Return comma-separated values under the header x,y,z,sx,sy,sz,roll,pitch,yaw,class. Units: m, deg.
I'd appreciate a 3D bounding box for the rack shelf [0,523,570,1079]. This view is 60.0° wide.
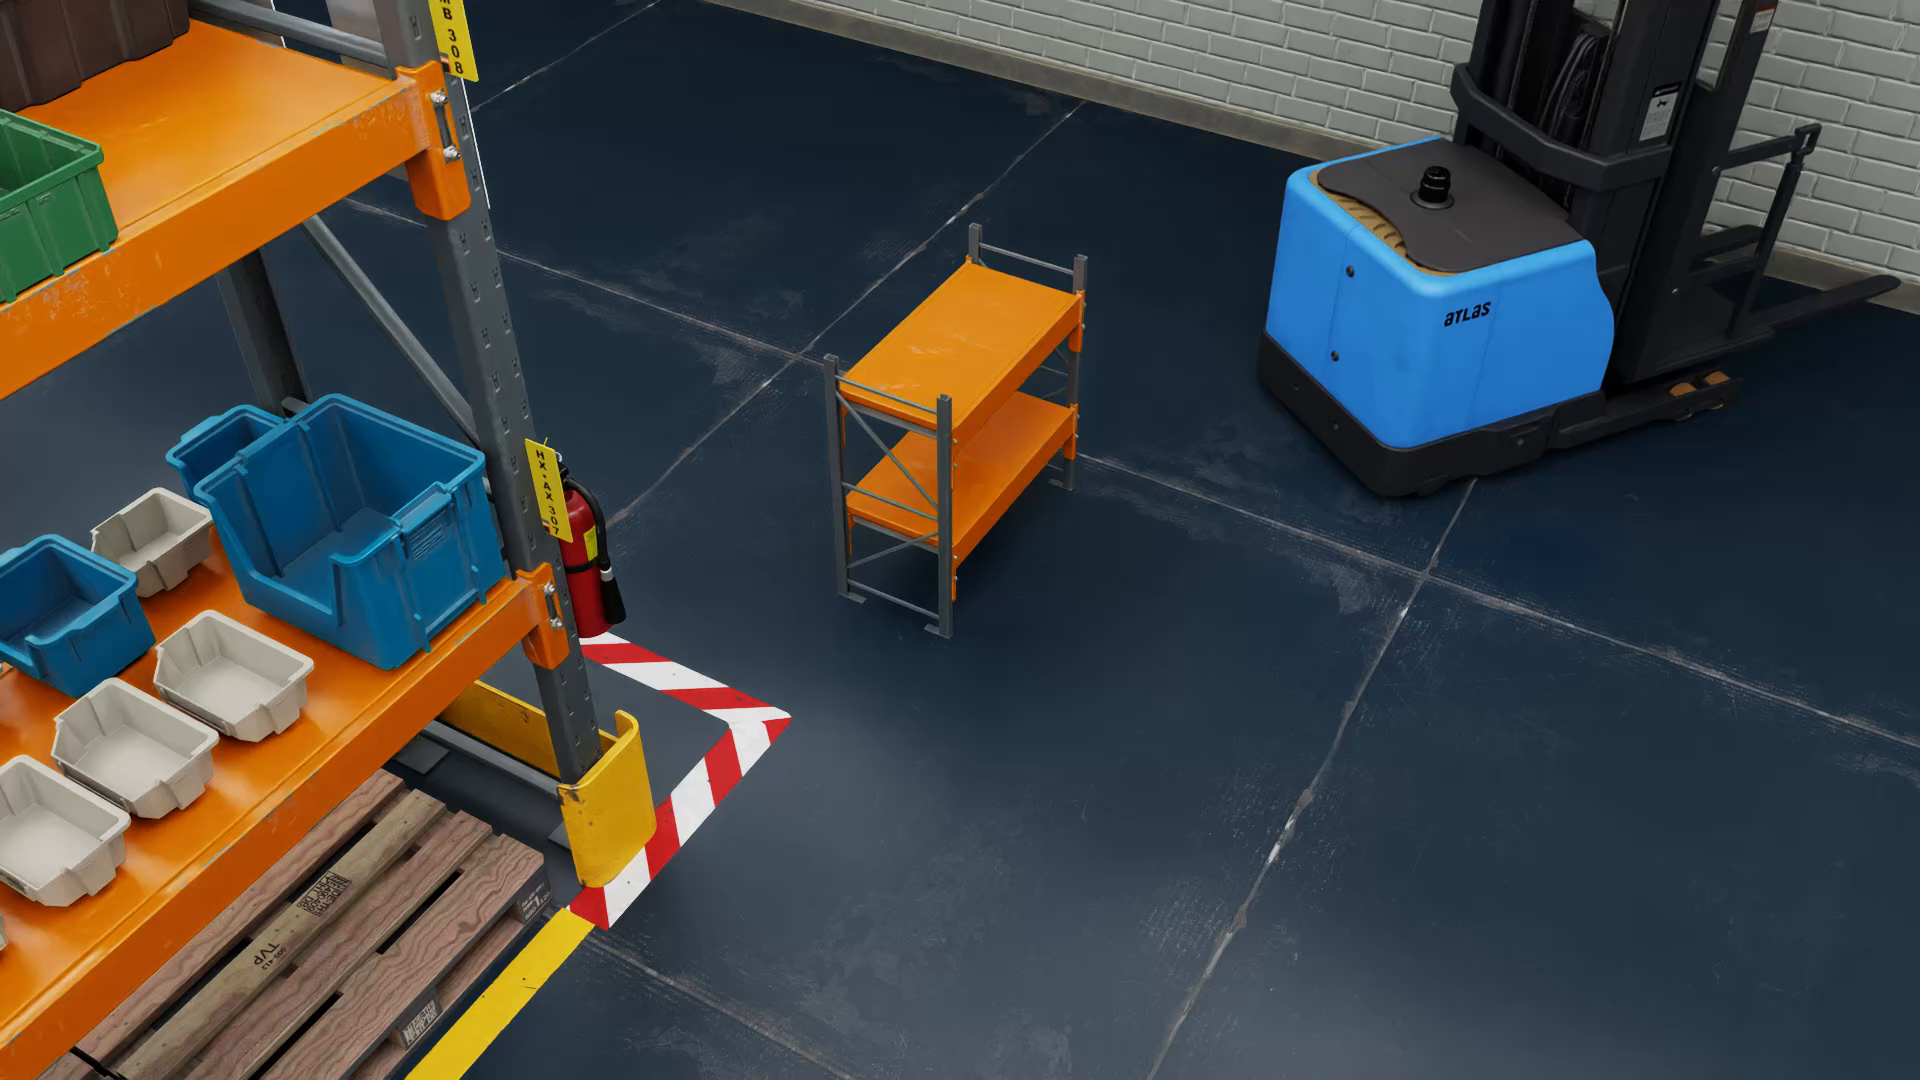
x,y,z,sx,sy,sz,roll,pitch,yaw,class
-2.598,1.173,3.693,1.077,0.370,4.000,21,45,22,rack shelf

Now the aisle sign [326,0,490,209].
x,y,z,sx,sy,sz,roll,pitch,yaw,class
-1.307,-1.162,3.832,0.394,0.787,0.004,21,45,22,aisle sign

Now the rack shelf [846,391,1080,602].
x,y,z,sx,sy,sz,roll,pitch,yaw,class
0.003,-0.243,6.544,0.538,0.278,1.000,21,45,22,rack shelf

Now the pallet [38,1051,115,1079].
x,y,z,sx,sy,sz,roll,pitch,yaw,class
-2.655,1.959,4.366,1.003,0.211,1.213,21,45,22,pallet

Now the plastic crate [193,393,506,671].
x,y,z,sx,sy,sz,roll,pitch,yaw,class
-1.603,-0.024,4.436,0.616,0.435,0.499,21,45,22,plastic crate

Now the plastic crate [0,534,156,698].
x,y,z,sx,sy,sz,roll,pitch,yaw,class
-2.335,0.208,4.326,0.416,0.233,0.300,21,45,22,plastic crate

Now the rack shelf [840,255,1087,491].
x,y,z,sx,sy,sz,roll,pitch,yaw,class
0.003,-0.646,6.189,0.538,0.278,1.000,21,45,22,rack shelf

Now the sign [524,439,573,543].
x,y,z,sx,sy,sz,roll,pitch,yaw,class
-1.113,-0.130,4.505,0.100,0.325,0.005,21,45,22,sign

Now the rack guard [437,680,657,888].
x,y,z,sx,sy,sz,roll,pitch,yaw,class
-1.596,0.678,5.601,1.175,0.500,0.348,21,45,22,rack guard

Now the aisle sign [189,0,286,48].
x,y,z,sx,sy,sz,roll,pitch,yaw,class
-1.818,-1.357,4.054,0.394,0.787,0.004,21,45,22,aisle sign

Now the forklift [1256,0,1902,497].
x,y,z,sx,sy,sz,roll,pitch,yaw,class
2.895,-1.930,6.723,3.031,2.935,1.130,-17,44,-18,forklift

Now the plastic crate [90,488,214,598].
x,y,z,sx,sy,sz,roll,pitch,yaw,class
-2.238,0.023,4.608,0.250,0.136,0.298,21,45,22,plastic crate

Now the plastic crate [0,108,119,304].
x,y,z,sx,sy,sz,roll,pitch,yaw,class
-1.843,-0.629,3.085,0.450,0.188,0.336,21,45,22,plastic crate

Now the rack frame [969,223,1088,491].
x,y,z,sx,sy,sz,roll,pitch,yaw,class
0.258,-0.717,6.713,0.500,1.125,0.032,21,45,22,rack frame

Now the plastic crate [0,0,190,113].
x,y,z,sx,sy,sz,roll,pitch,yaw,class
-2.031,-1.190,3.661,0.497,0.269,0.590,21,45,22,plastic crate

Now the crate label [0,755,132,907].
x,y,z,sx,sy,sz,roll,pitch,yaw,class
-2.124,0.690,3.851,0.396,0.136,0.243,21,45,22,crate label

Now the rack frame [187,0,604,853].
x,y,z,sx,sy,sz,roll,pitch,yaw,class
-1.597,-0.242,4.755,1.000,3.000,0.127,21,45,22,rack frame

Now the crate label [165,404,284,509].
x,y,z,sx,sy,sz,roll,pitch,yaw,class
-2.006,-0.169,4.754,0.416,0.233,0.303,21,45,22,crate label

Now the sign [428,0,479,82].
x,y,z,sx,sy,sz,roll,pitch,yaw,class
-1.113,-1.156,3.602,0.100,0.325,0.005,21,45,22,sign

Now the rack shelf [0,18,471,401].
x,y,z,sx,sy,sz,roll,pitch,yaw,class
-2.598,0.047,2.702,1.077,0.370,4.000,21,45,22,rack shelf

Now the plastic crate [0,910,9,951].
x,y,z,sx,sy,sz,roll,pitch,yaw,class
-2.256,0.865,3.652,0.298,0.136,0.250,21,45,22,plastic crate

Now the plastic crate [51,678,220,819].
x,y,z,sx,sy,sz,roll,pitch,yaw,class
-2.006,0.522,4.041,0.396,0.136,0.243,21,45,22,plastic crate

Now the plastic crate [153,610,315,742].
x,y,z,sx,sy,sz,roll,pitch,yaw,class
-1.848,0.361,4.224,0.396,0.136,0.243,21,45,22,plastic crate

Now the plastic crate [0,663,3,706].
x,y,z,sx,sy,sz,roll,pitch,yaw,class
-2.577,0.411,4.167,0.250,0.136,0.298,21,45,22,plastic crate

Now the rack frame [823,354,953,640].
x,y,z,sx,sy,sz,roll,pitch,yaw,class
-0.251,-0.135,6.052,0.500,1.125,0.032,21,45,22,rack frame

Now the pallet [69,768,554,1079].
x,y,z,sx,sy,sz,roll,pitch,yaw,class
-2.043,1.264,5.155,1.003,0.211,1.213,21,45,22,pallet

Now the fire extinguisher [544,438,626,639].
x,y,z,sx,sy,sz,roll,pitch,yaw,class
-1.128,-0.009,4.831,0.296,0.674,0.183,21,45,22,fire extinguisher

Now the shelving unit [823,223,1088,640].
x,y,z,sx,sy,sz,roll,pitch,yaw,class
0.003,-0.426,6.383,0.538,1.125,1.048,21,45,22,shelving unit
